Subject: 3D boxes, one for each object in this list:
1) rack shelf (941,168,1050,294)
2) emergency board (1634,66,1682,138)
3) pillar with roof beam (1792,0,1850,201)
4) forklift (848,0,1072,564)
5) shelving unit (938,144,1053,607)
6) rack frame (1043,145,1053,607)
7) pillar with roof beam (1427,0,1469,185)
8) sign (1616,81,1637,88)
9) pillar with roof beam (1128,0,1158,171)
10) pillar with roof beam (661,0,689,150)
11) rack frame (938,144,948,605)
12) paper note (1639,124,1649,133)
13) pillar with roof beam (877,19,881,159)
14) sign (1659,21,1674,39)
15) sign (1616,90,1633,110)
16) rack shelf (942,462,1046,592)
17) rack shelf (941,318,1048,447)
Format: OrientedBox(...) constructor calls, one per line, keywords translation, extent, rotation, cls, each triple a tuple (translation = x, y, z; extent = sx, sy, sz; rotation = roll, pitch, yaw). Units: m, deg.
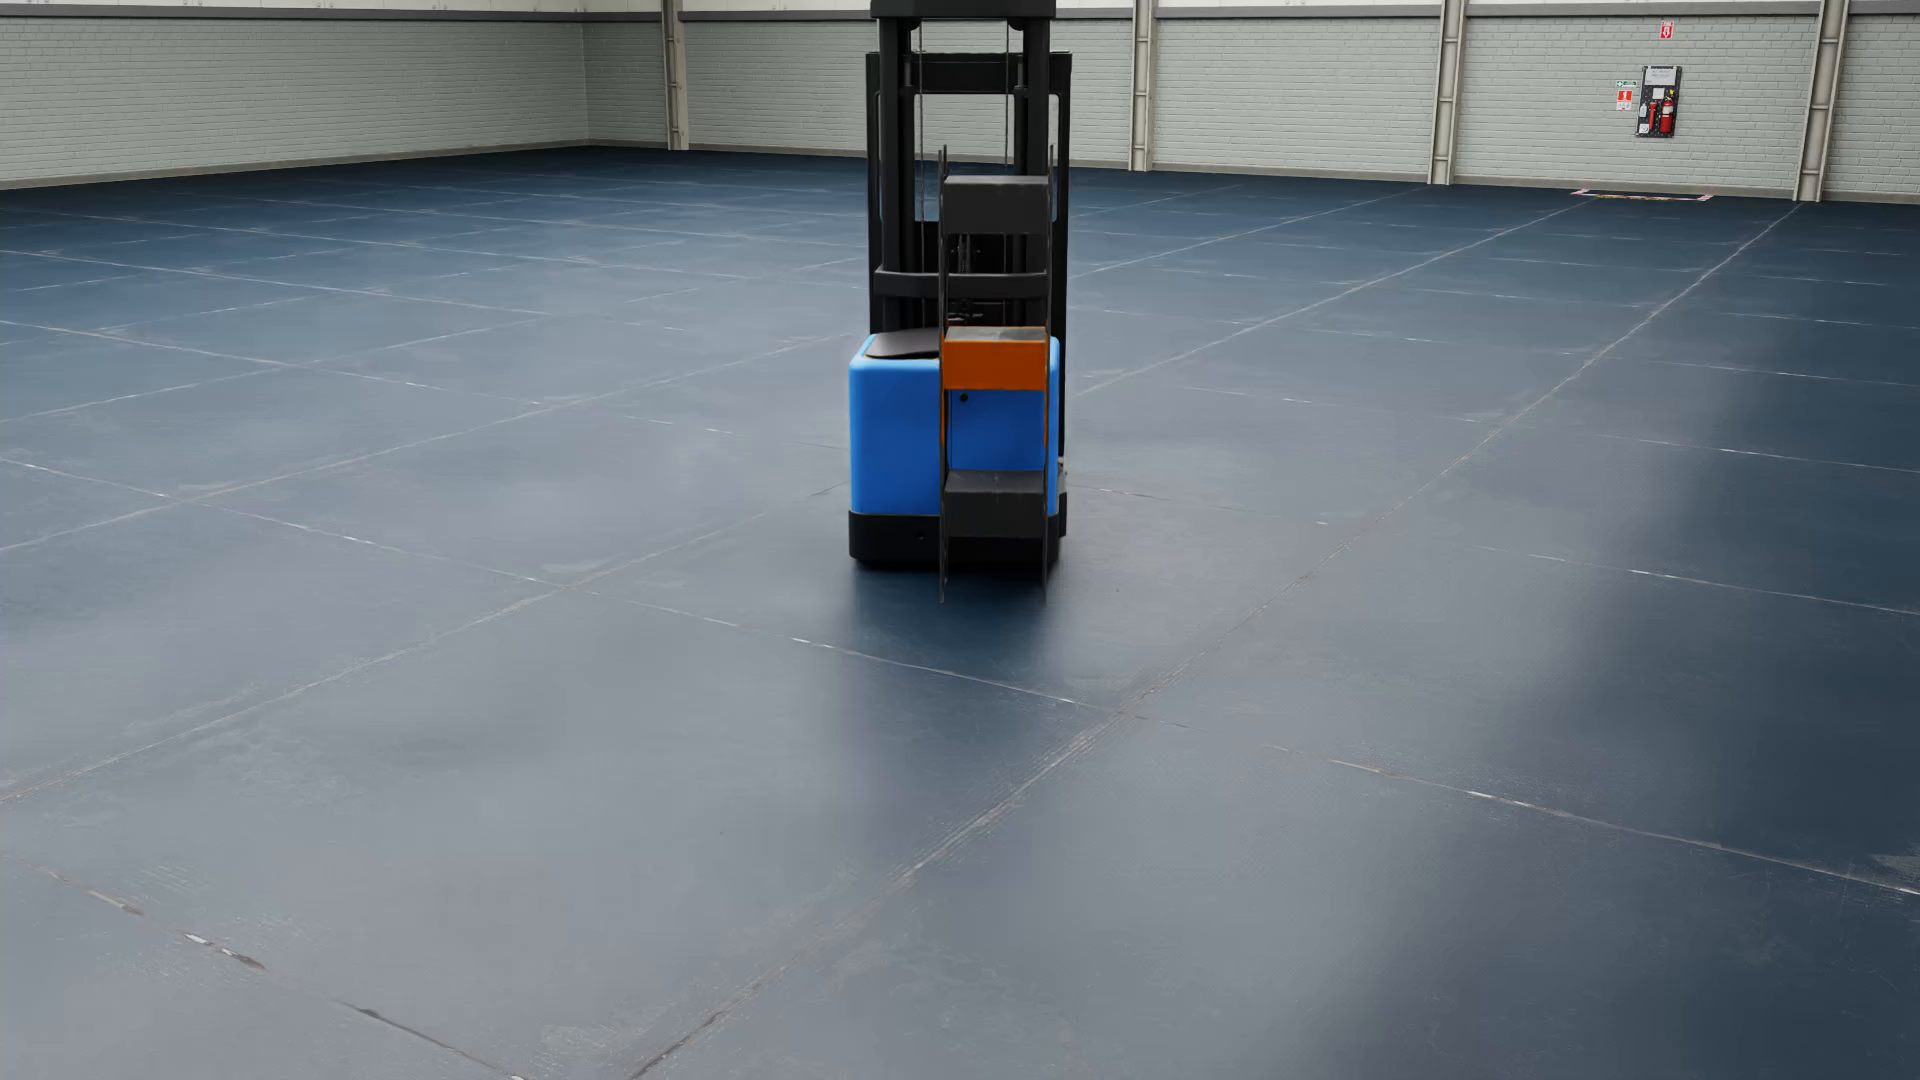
OrientedBox(translation=(0.166, -1.408, 7.544), extent=(0.480, 0.518, 0.431), rotation=(1, 17, 3), cls="rack shelf")
OrientedBox(translation=(11.741, -7.370, 27.982), extent=(0.643, 1.169, 0.194), rotation=(10, 20, 30), cls="emergency board")
OrientedBox(translation=(11.574, -8.789, 22.332), extent=(0.400, 9.000, 9.100), rotation=(10, 20, 30), cls="pillar with roof beam")
OrientedBox(translation=(0.062, -1.663, 9.312), extent=(1.130, 2.935, 3.031), rotation=(1, 17, 4), cls="forklift")
OrientedBox(translation=(0.166, -0.752, 7.743), extent=(0.503, 2.100, 0.431), rotation=(1, 17, 3), cls="shelving unit")
OrientedBox(translation=(0.410, -0.748, 7.731), extent=(0.015, 2.100, 0.400), rotation=(1, 17, 3), cls="rack frame")
OrientedBox(translation=(6.461, -9.701, 25.336), extent=(0.400, 9.000, 9.100), rotation=(10, 20, 30), cls="pillar with roof beam")
OrientedBox(translation=(11.323, -7.747, 28.251), extent=(0.331, 0.109, 0.001), rotation=(10, 20, 30), cls="sign")
OrientedBox(translation=(1.348, -10.614, 28.340), extent=(0.400, 9.000, 9.100), rotation=(10, 20, 30), cls="pillar with roof beam")
OrientedBox(translation=(-8.877, -12.439, 34.349), extent=(0.400, 9.000, 9.100), rotation=(10, 20, 30), cls="pillar with roof beam")
OrientedBox(translation=(-0.078, -0.755, 7.756), extent=(0.015, 2.100, 0.400), rotation=(1, 17, 3), cls="rack frame")
OrientedBox(translation=(11.626, -6.992, 28.255), extent=(0.142, 0.148, 0.016), rotation=(10, 20, 30), cls="paper note")
OrientedBox(translation=(-3.764, -11.527, 31.345), extent=(0.400, 9.000, 9.100), rotation=(10, 20, 30), cls="pillar with roof beam")
OrientedBox(translation=(11.786, -8.505, 27.730), extent=(0.199, 0.298, 0.001), rotation=(10, 20, 30), cls="sign")
OrientedBox(translation=(11.324, -7.496, 28.338), extent=(0.234, 0.329, 0.001), rotation=(10, 20, 30), cls="sign")
OrientedBox(translation=(0.166, -0.069, 7.951), extent=(0.480, 0.518, 0.431), rotation=(1, 17, 3), cls="rack shelf")
OrientedBox(translation=(0.166, -0.739, 7.747), extent=(0.480, 0.518, 0.431), rotation=(1, 17, 3), cls="rack shelf")
